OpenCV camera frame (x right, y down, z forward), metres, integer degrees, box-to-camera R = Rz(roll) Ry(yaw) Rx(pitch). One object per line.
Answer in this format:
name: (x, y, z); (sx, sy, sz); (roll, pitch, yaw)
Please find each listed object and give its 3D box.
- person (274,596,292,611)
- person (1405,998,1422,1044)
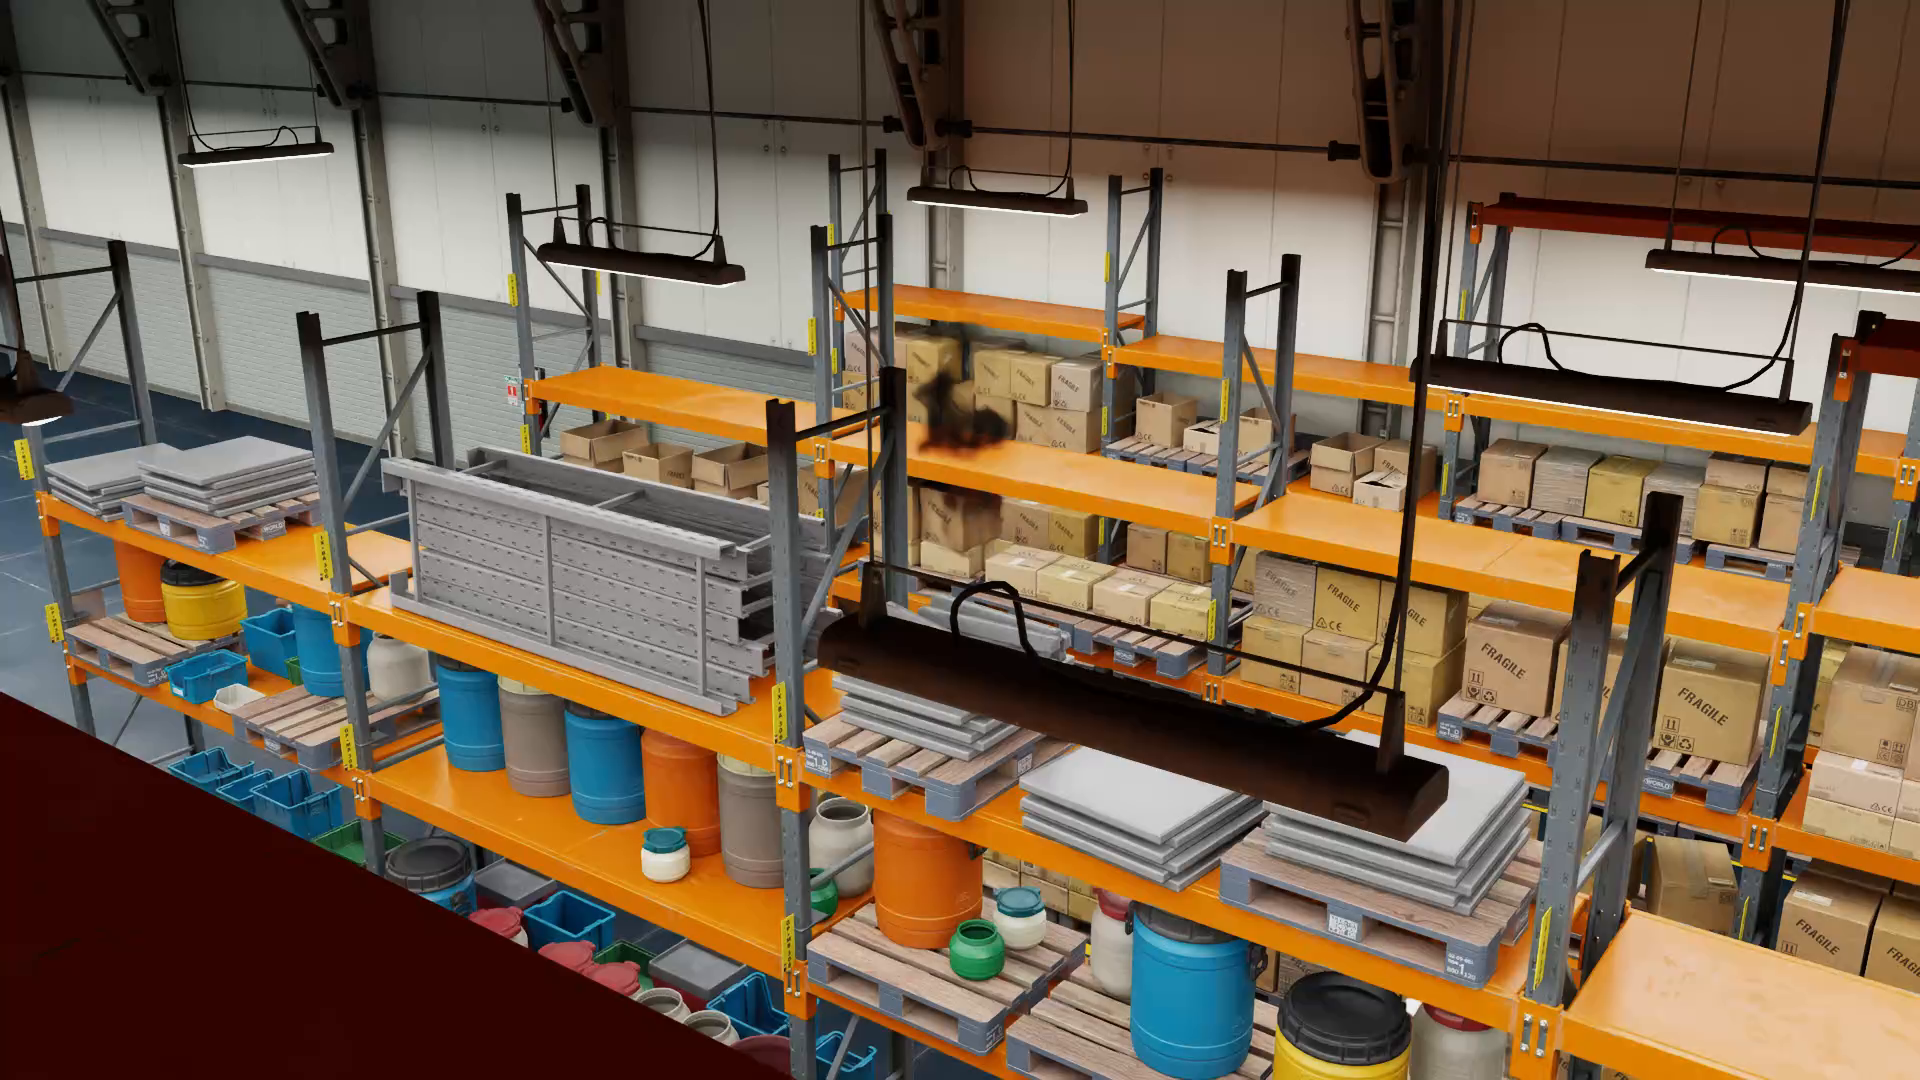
person: (-7.394, 1.323, 18.454); (0.718, 1.822, 0.683); (-7, 20, -21)
person: (3.014, 3.807, 11.012); (0.677, 1.833, 0.646); (10, 21, 28)
